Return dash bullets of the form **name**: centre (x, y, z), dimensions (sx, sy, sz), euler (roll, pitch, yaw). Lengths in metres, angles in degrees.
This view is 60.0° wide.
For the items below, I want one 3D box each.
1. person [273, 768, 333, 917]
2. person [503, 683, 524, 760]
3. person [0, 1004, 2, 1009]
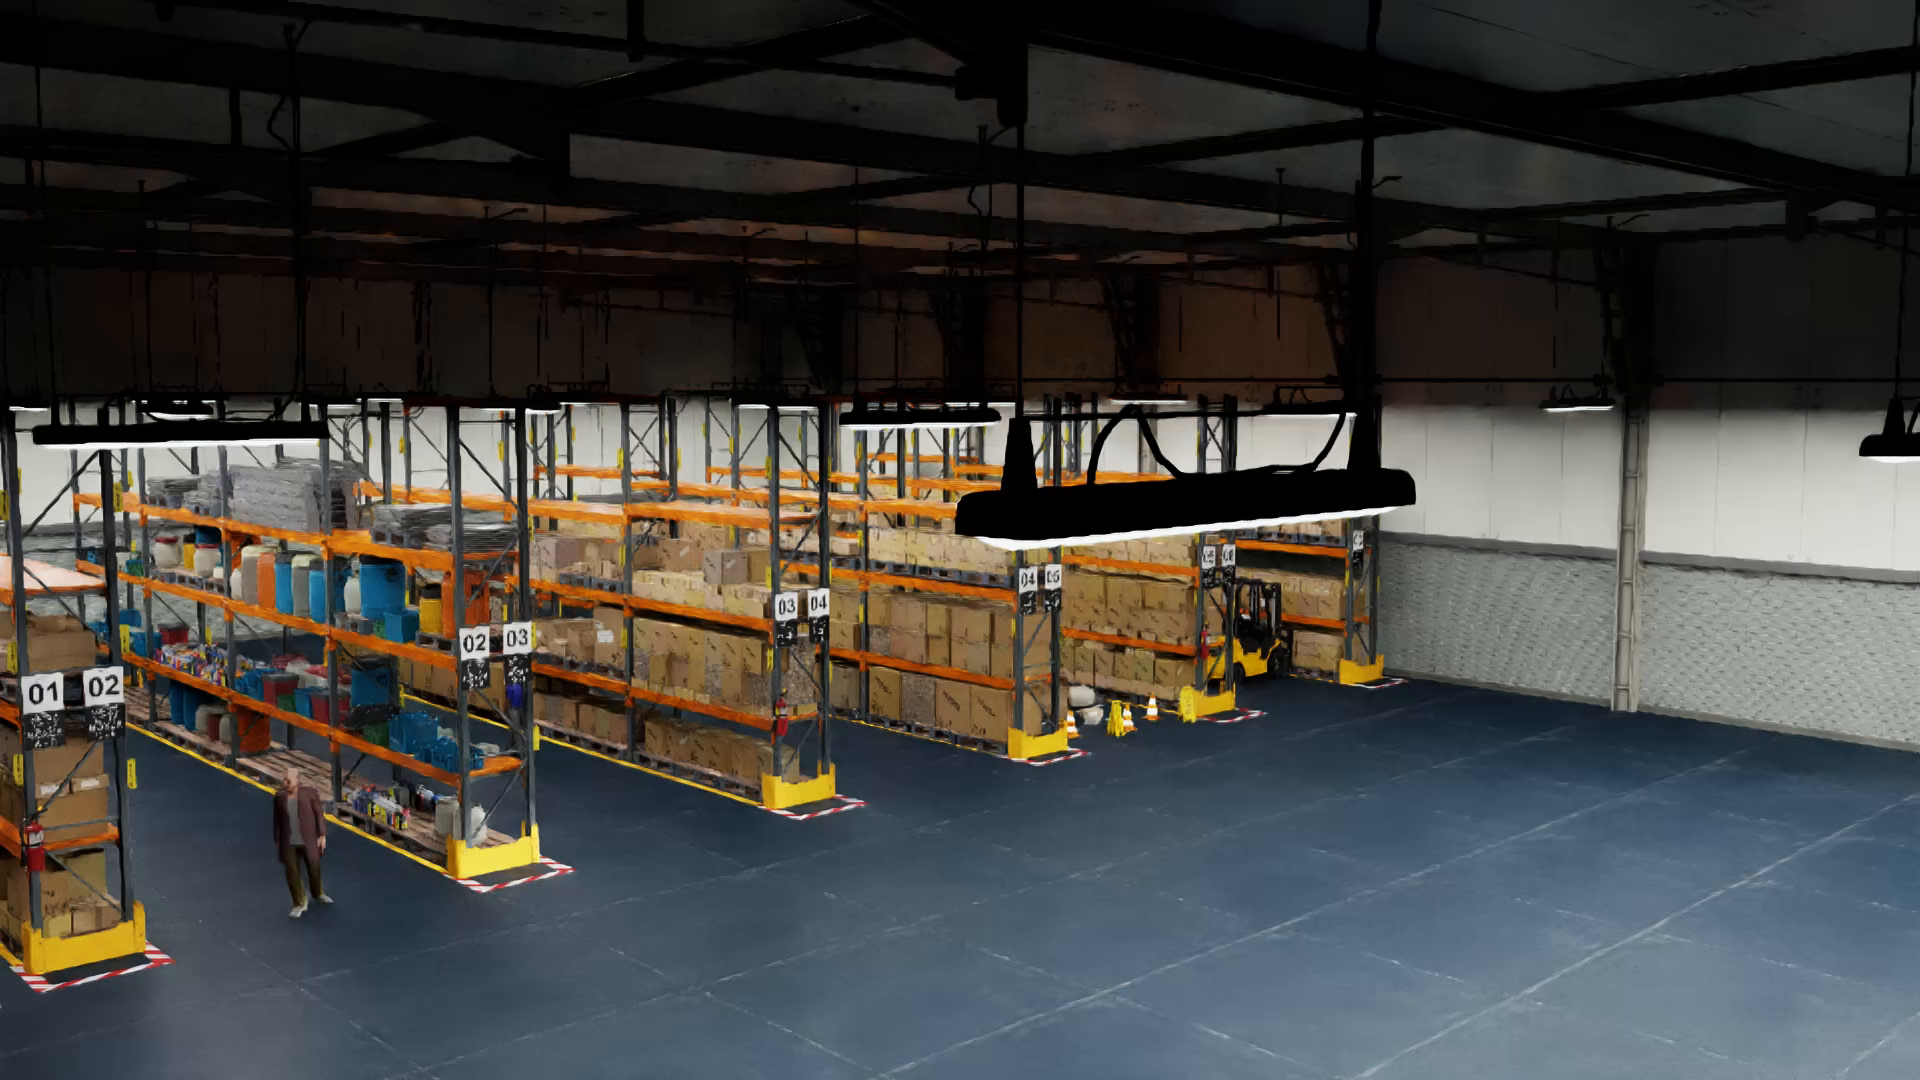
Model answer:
- **person**: centre (-7.827, 3.553, 19.776), dimensions (0.620, 1.748, 0.619), euler (-1, 6, -8)
- **person**: centre (-7.327, 2.858, 27.663), dimensions (1.091, 1.574, 0.445), euler (5, 8, 44)
- **person**: centre (-9.766, 3.957, 16.244), dimensions (0.493, 1.592, 0.618), euler (-1, 6, -13)
